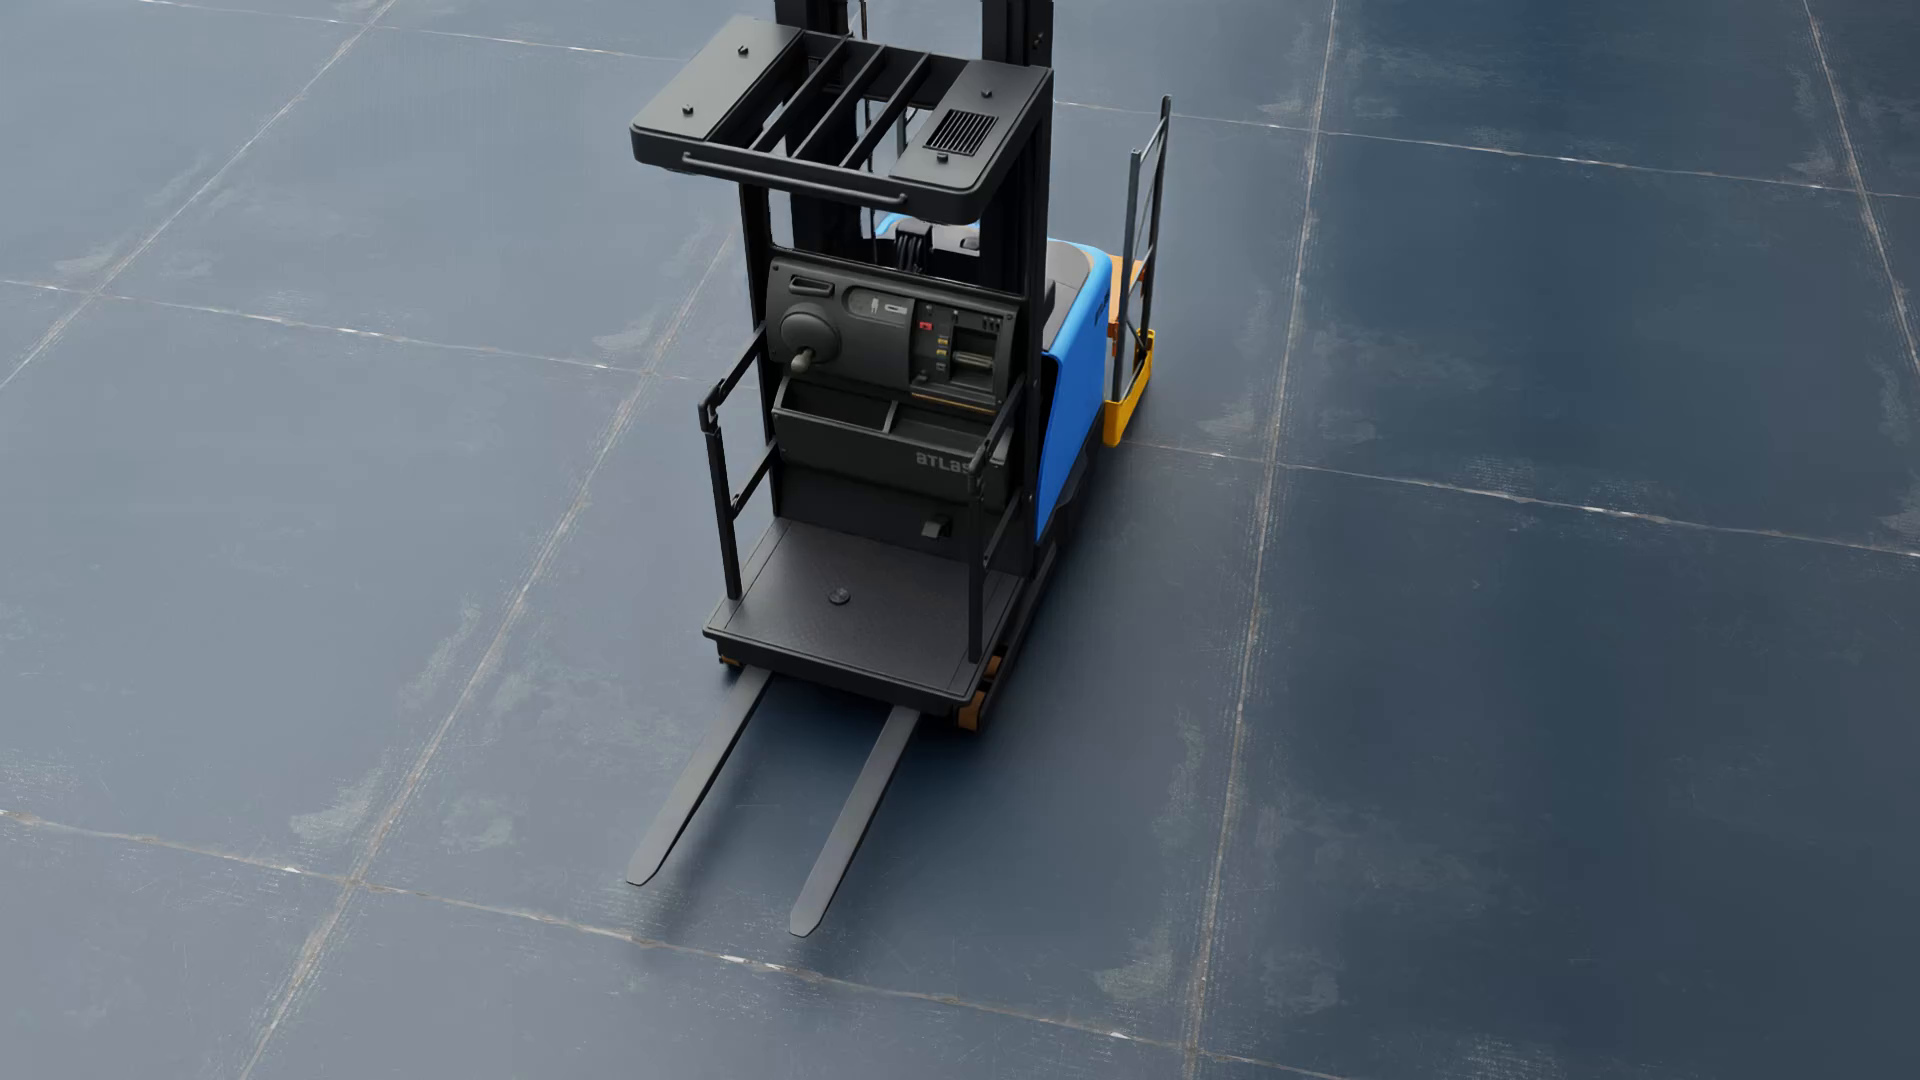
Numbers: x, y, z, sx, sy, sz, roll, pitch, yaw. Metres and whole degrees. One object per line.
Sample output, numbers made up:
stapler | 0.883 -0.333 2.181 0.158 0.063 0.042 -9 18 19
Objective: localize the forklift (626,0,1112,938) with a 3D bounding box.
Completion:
forklift | -0.322 -0.642 5.763 1.130 2.935 3.031 14 46 14

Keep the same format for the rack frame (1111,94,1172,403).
rack frame | 0.788 -1.171 7.345 0.032 1.500 0.500 15 46 15

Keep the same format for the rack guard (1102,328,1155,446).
rack guard | 0.787 -0.721 7.779 0.087 0.250 0.587 15 46 15

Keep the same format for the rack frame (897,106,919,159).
rack frame | -0.164 -1.419 7.603 0.032 1.500 0.500 15 46 15

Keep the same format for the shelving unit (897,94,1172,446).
shelving unit | 0.321 -1.293 7.472 1.083 1.500 0.587 15 46 15

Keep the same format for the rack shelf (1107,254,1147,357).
rack shelf | 0.312 -1.166 7.599 1.000 0.185 0.538 15 46 15
